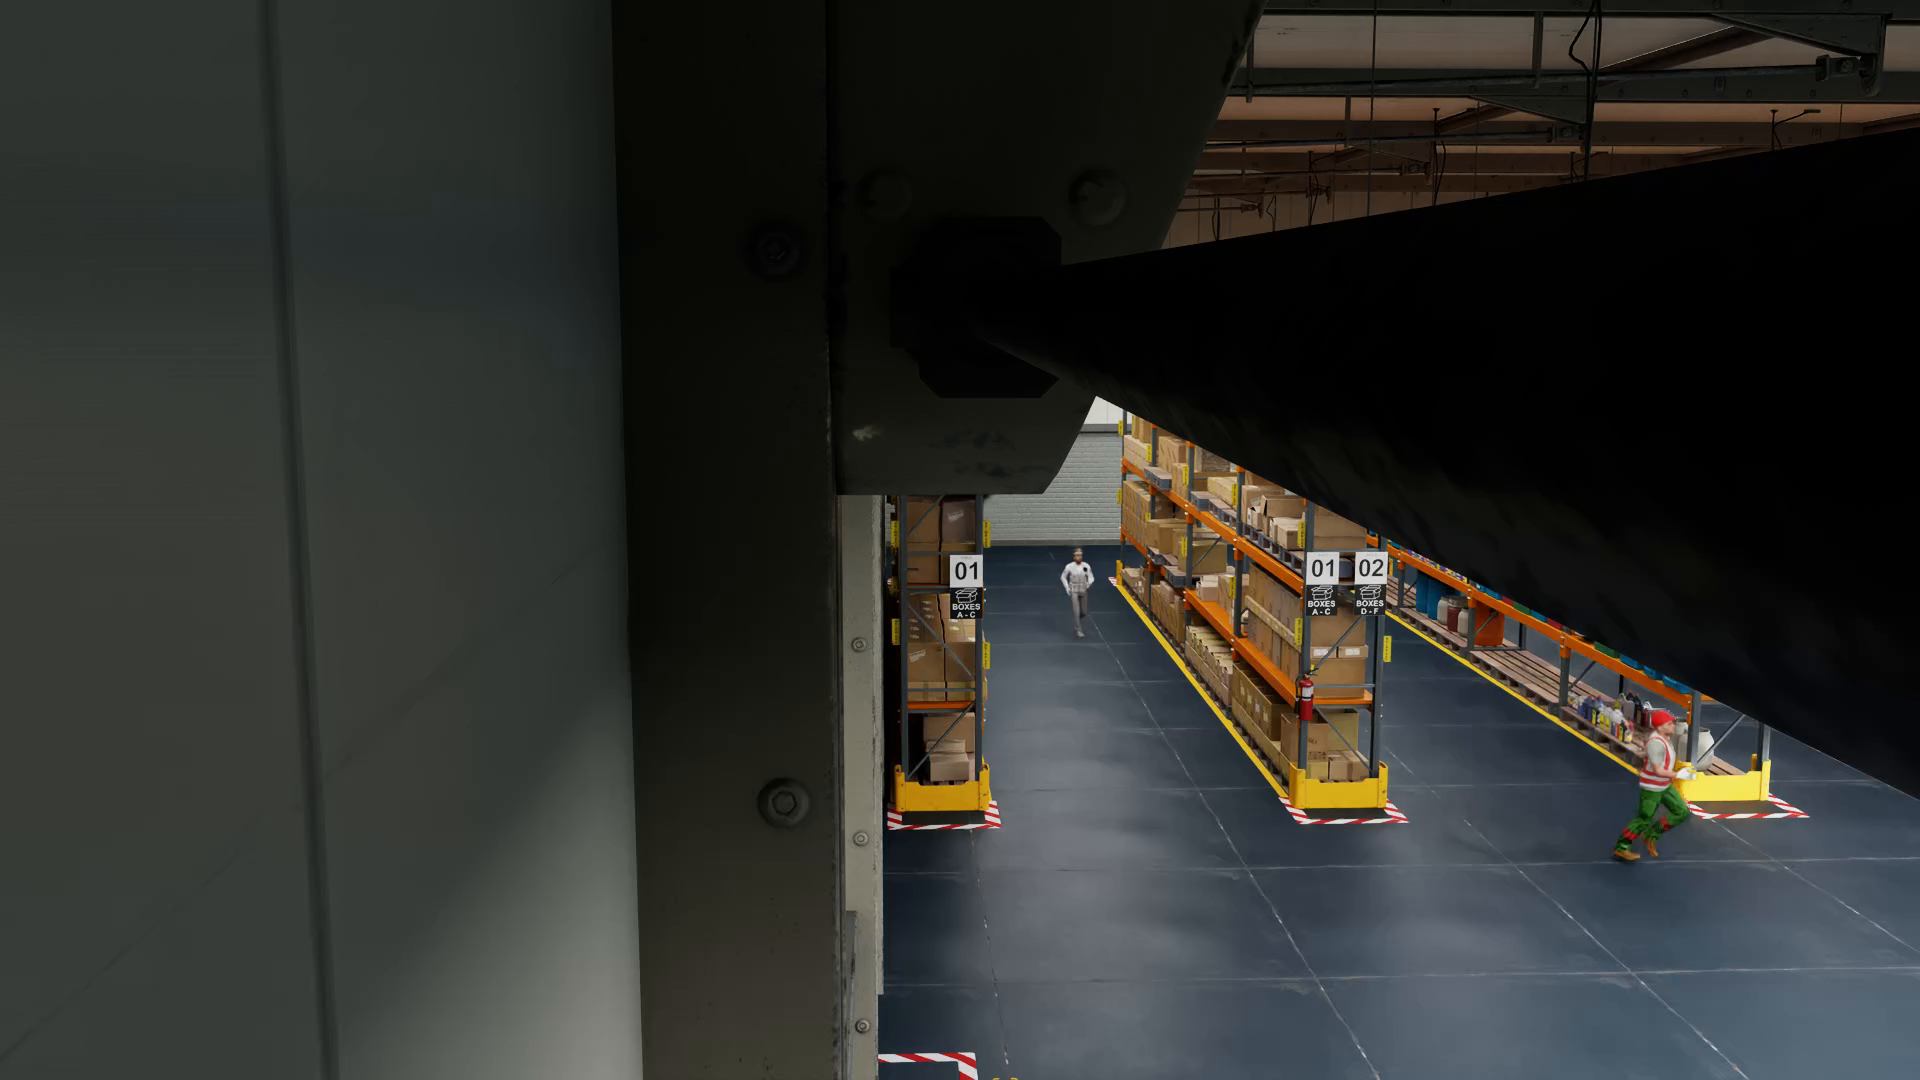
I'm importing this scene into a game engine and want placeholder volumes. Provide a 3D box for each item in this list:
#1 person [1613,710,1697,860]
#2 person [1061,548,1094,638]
[{"bbox_3d":[7.775,2.732,18.509,0.826,1.732,0.677,6,11,37],"label":"person"},{"bbox_3d":[2.186,0.954,30.948,0.613,1.659,0.678,-1,9,-8],"label":"person"}]
